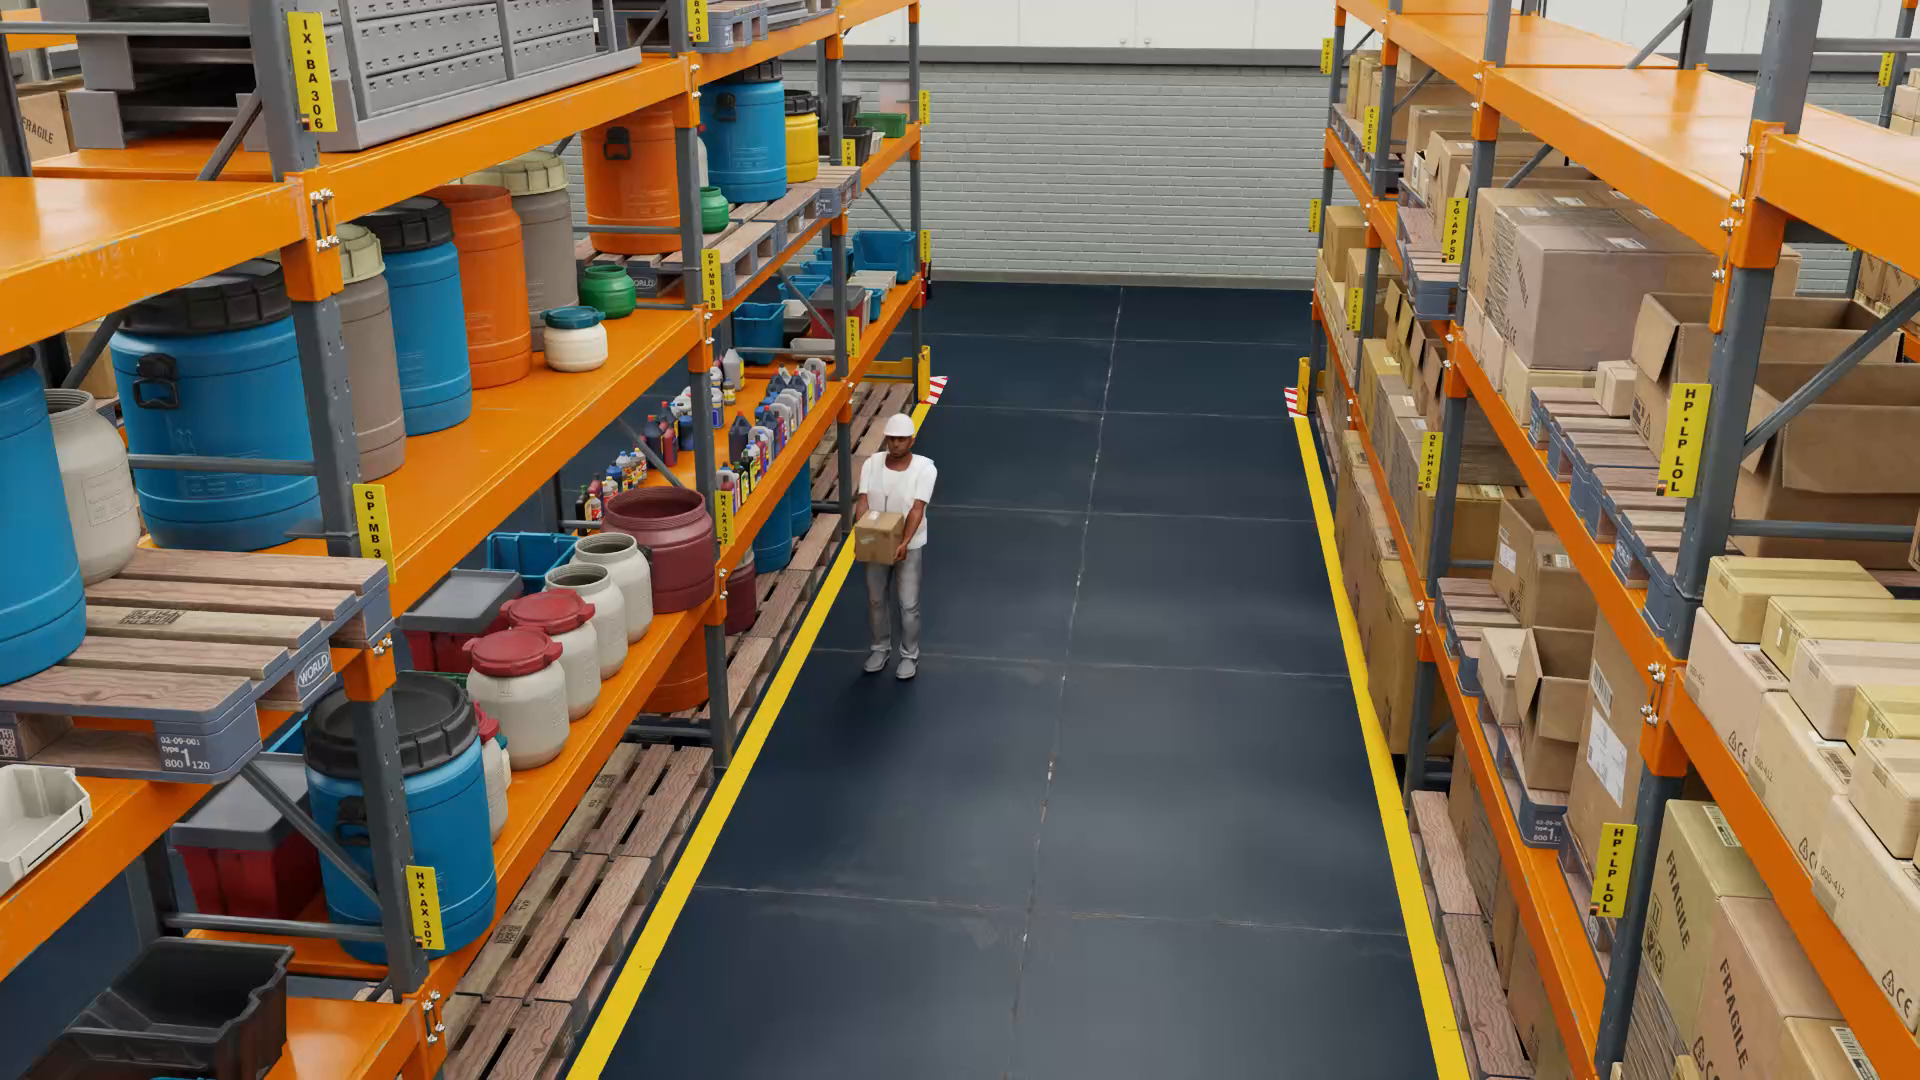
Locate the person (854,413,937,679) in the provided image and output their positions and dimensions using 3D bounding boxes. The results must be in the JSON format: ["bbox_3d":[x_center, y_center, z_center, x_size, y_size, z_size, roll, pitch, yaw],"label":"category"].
[{"bbox_3d":[-0.443,0.060,10.900,0.504,1.760,0.575,6,22,16],"label":"person"}]
